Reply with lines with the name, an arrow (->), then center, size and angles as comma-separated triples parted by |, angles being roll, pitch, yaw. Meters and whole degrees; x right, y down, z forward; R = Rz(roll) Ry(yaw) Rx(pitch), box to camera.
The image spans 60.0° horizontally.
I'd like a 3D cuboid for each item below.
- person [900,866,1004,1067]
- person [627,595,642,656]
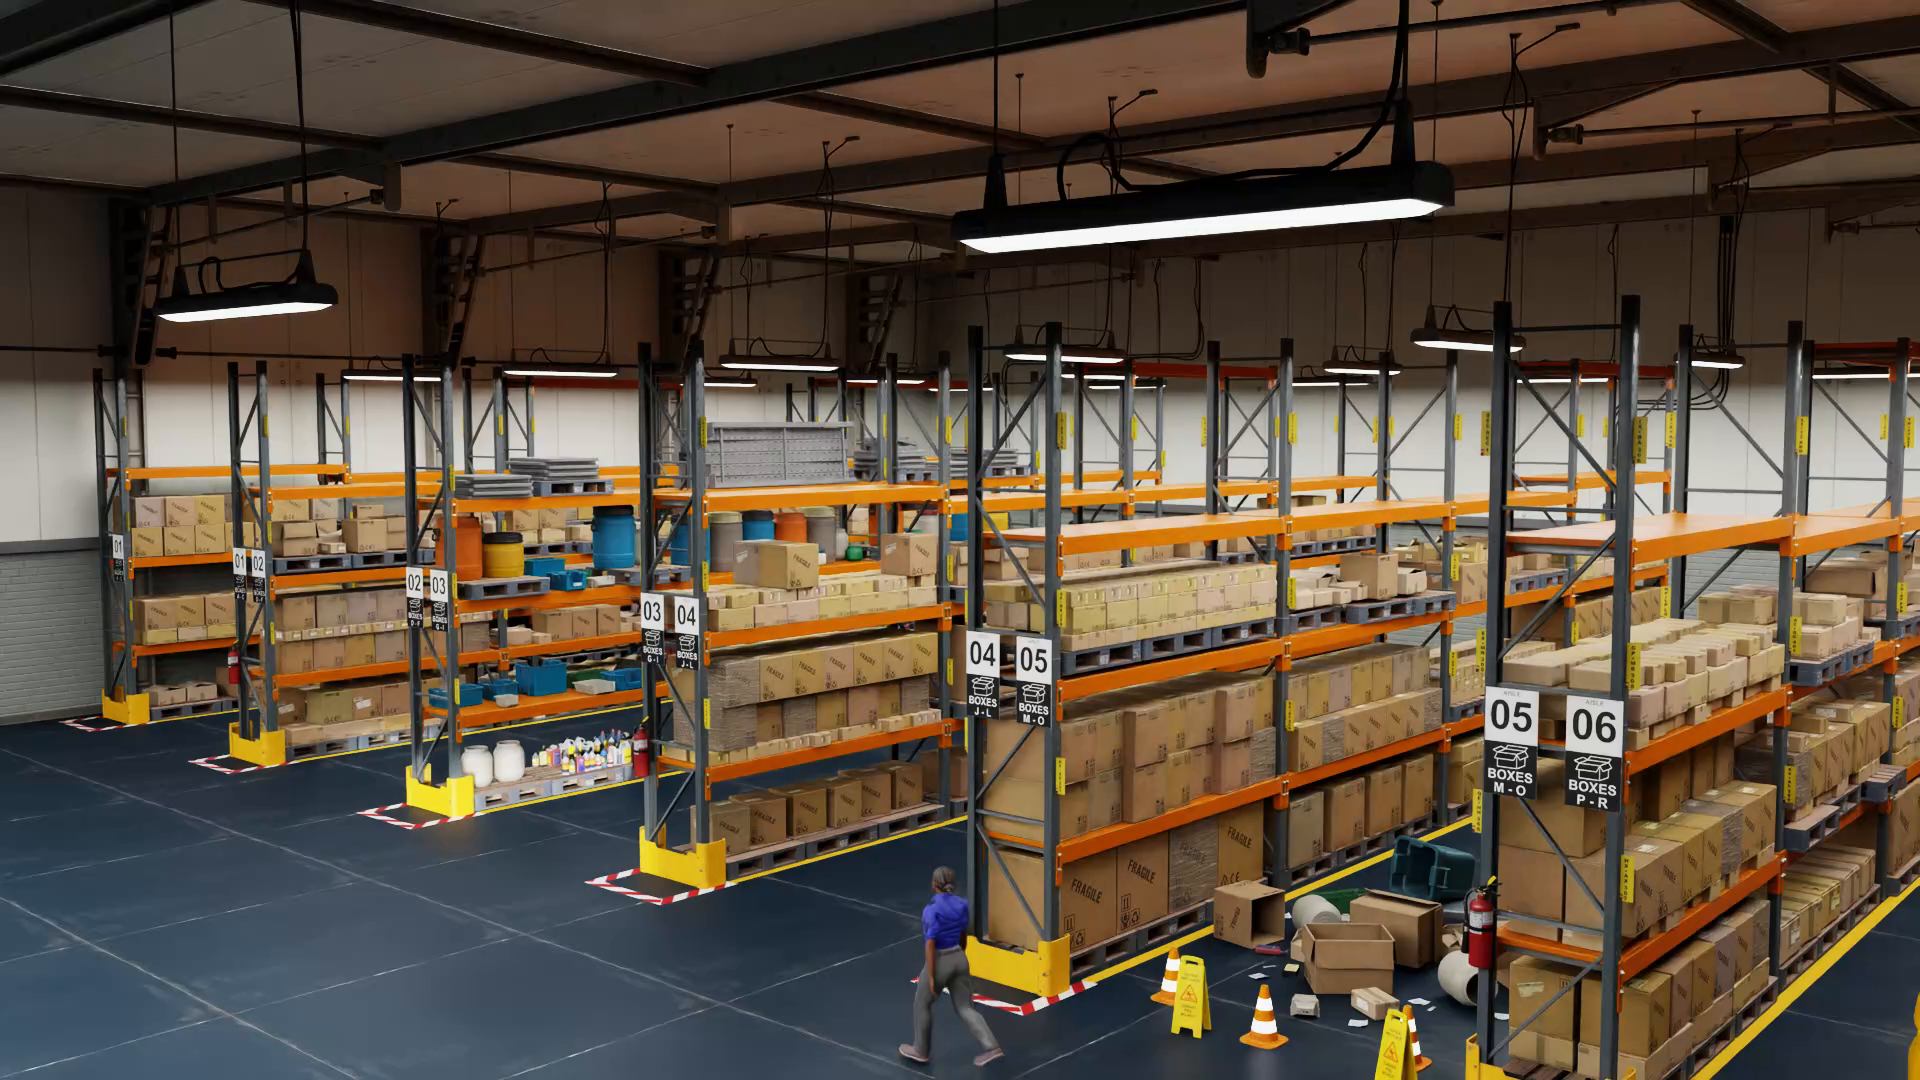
person -> -0.090, 3.380, 13.144 | 0.965, 1.610, 0.448 | 4, 6, 43
person -> -6.617, 1.871, 33.843 | 0.470, 1.583, 0.445 | -3, 5, -35
